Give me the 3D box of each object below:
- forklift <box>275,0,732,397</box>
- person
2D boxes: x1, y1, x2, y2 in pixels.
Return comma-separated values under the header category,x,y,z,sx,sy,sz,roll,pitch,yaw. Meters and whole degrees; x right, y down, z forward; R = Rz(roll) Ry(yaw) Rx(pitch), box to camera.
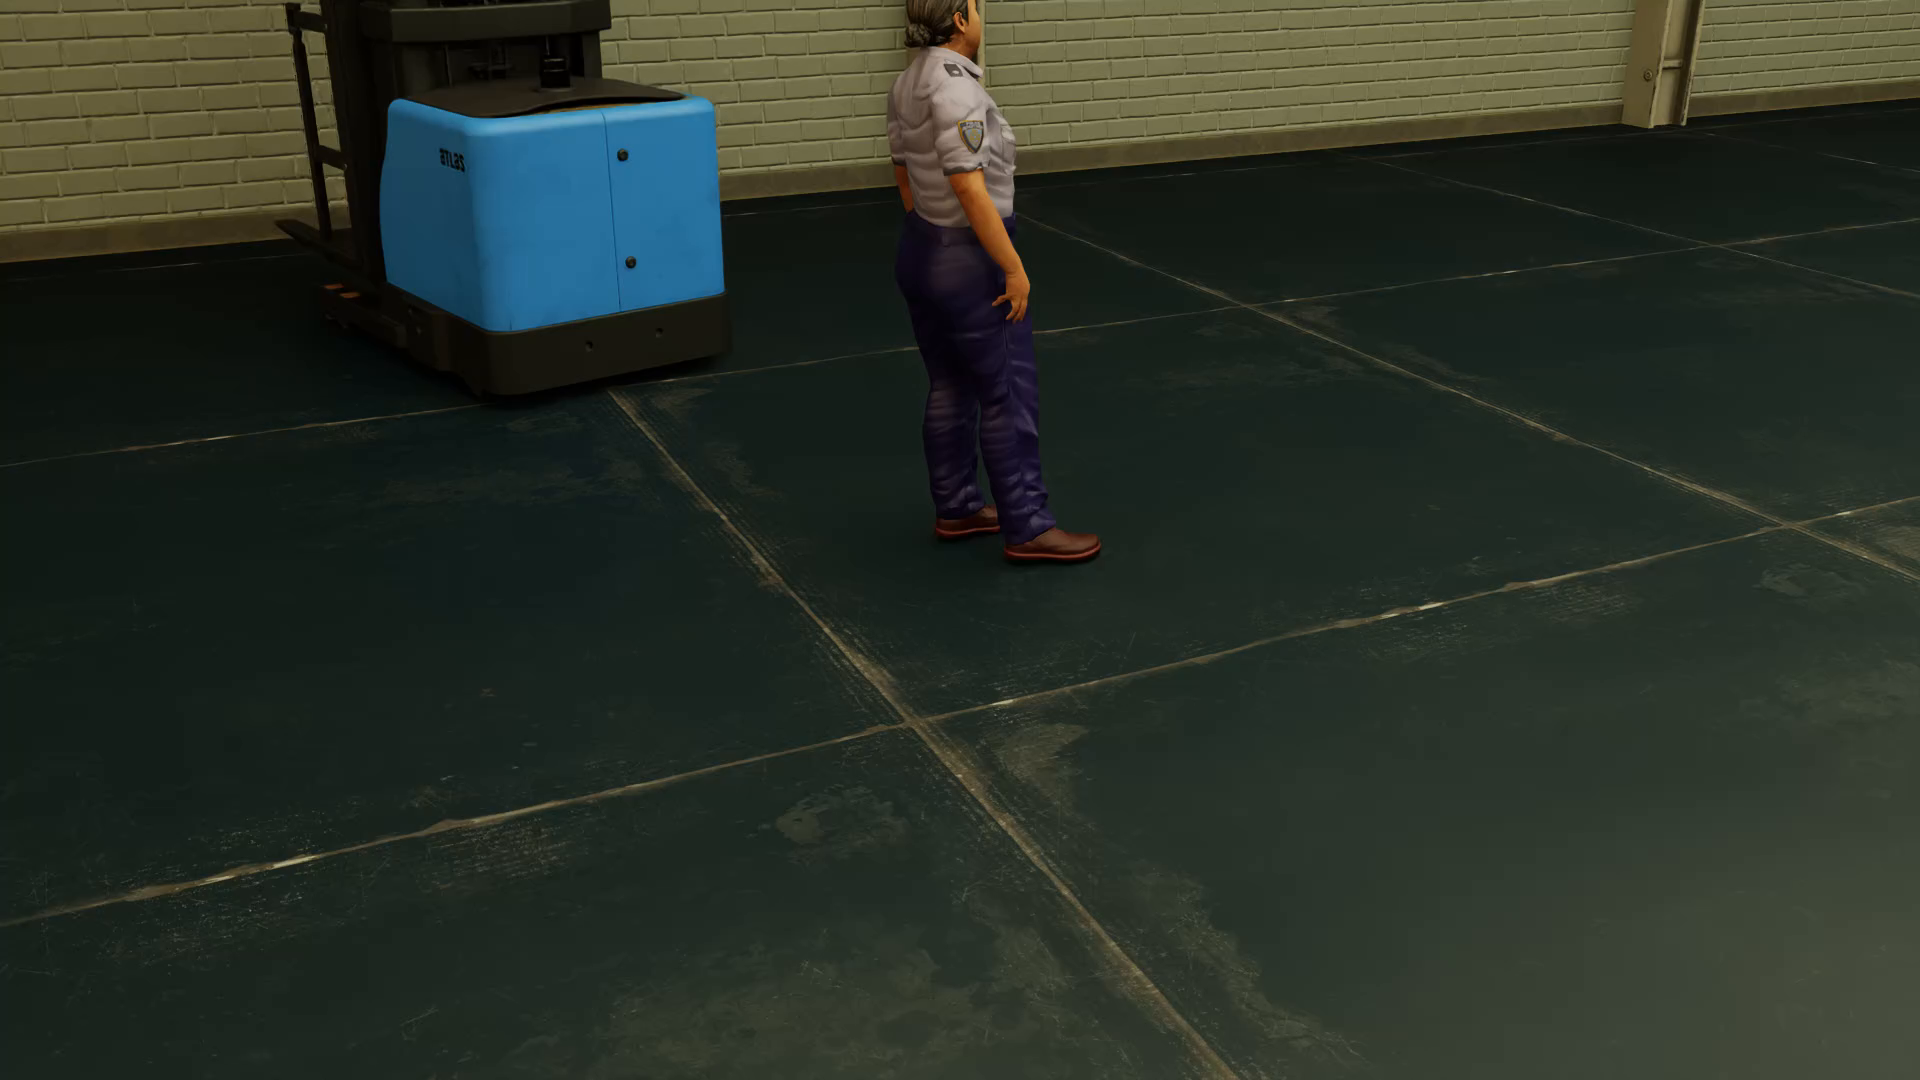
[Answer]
category,x,y,z,sx,sy,sz,roll,pitch,yaw
forklift,-2.250,-2.389,7.037,1.130,2.935,3.031,-17,28,-36
person,0.091,-0.770,4.805,0.503,1.640,0.598,-10,25,-23
